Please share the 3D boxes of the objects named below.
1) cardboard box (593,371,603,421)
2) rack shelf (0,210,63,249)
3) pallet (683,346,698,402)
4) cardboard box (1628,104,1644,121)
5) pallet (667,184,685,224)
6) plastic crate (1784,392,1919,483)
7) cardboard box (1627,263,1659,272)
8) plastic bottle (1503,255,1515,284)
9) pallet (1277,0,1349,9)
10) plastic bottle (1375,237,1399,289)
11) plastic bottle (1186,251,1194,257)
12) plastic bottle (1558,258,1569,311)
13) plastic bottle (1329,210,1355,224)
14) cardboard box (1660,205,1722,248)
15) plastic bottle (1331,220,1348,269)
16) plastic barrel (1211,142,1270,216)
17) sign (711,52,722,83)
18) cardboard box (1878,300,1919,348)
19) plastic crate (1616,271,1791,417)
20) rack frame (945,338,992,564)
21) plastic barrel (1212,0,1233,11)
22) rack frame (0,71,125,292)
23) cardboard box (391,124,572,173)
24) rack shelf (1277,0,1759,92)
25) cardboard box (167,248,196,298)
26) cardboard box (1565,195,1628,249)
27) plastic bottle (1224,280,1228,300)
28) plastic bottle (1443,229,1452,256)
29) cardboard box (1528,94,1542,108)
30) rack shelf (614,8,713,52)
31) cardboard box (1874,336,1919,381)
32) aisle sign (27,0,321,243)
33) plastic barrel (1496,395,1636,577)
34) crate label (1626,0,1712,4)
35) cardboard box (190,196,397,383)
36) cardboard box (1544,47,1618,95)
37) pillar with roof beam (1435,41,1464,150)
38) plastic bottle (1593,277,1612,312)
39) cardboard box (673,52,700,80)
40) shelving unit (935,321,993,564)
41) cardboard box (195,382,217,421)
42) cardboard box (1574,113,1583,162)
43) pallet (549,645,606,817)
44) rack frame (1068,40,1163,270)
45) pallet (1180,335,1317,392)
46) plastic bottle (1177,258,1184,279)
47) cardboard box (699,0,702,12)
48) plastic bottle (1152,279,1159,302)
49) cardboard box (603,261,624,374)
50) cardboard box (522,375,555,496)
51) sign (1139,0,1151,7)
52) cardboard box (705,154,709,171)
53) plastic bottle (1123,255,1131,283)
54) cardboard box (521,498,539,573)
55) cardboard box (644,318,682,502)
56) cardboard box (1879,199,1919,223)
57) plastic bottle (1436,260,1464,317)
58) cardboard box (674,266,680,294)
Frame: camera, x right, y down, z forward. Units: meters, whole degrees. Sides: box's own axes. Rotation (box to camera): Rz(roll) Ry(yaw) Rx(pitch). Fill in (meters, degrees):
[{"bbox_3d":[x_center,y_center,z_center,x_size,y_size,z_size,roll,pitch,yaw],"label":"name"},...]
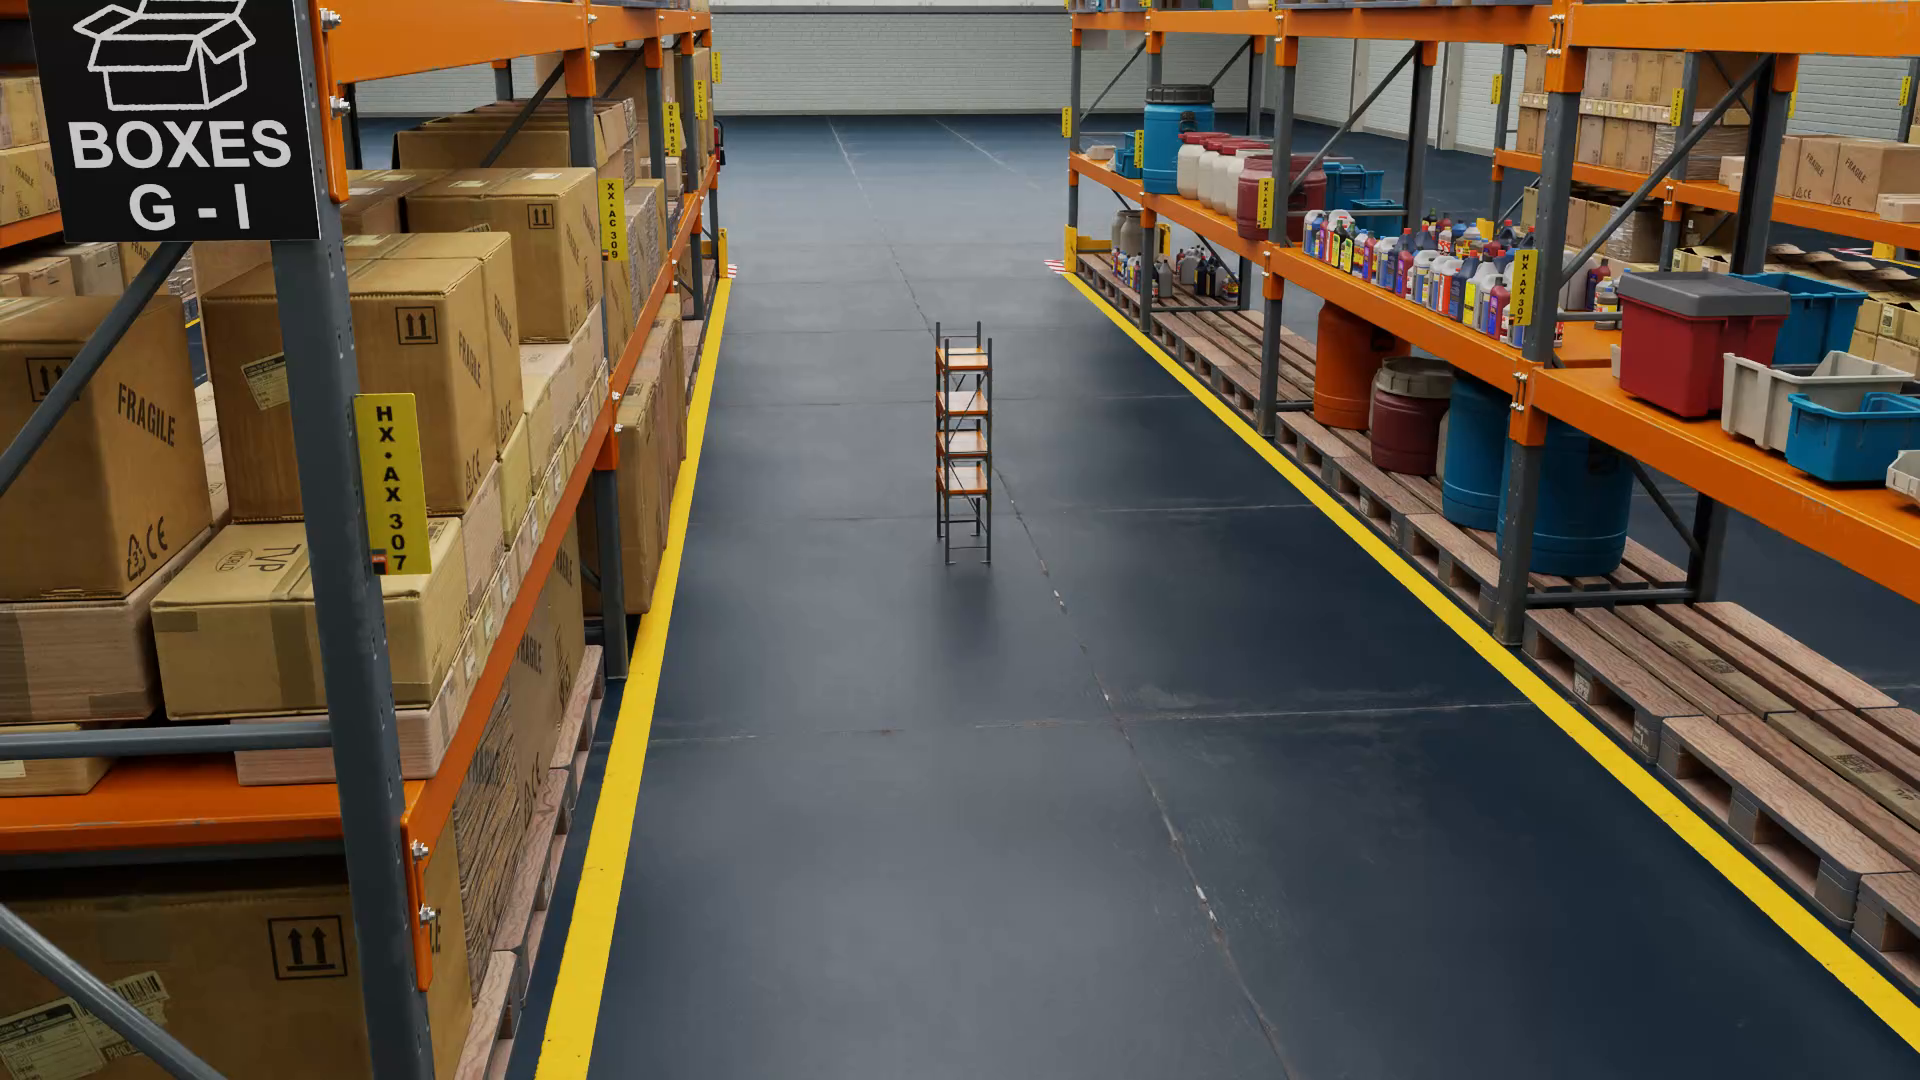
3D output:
[{"bbox_3d":[-1.566,-0.542,6.316,0.380,0.149,0.250,-1,17,-5],"label":"cardboard box"},{"bbox_3d":[-7.513,-2.141,12.190,1.077,0.370,4.000,-2,18,-6],"label":"rack shelf"},{"bbox_3d":[-2.565,-1.277,12.891,1.003,0.211,1.213,-2,18,-6],"label":"pallet"},{"bbox_3d":[6.756,-4.170,16.201,0.380,0.149,0.250,-2,18,-6],"label":"cardboard box"},{"bbox_3d":[-2.608,-2.509,12.480,1.003,0.211,1.213,-2,18,-6],"label":"pallet"},{"bbox_3d":[2.922,-0.334,5.412,0.416,0.233,0.300,-2,18,-6],"label":"plastic crate"},{"bbox_3d":[6.813,-2.528,16.112,0.500,0.250,0.500,-2,18,-6],"label":"cardboard box"},{"bbox_3d":[2.699,-1.218,8.130,0.144,0.351,0.185,-2,18,-6],"label":"plastic bottle"},{"bbox_3d":[2.545,-3.275,9.908,1.003,0.211,1.213,-2,18,-6],"label":"pallet"},{"bbox_3d":[2.430,-1.553,9.324,0.152,0.276,0.135,-2,18,-6],"label":"plastic bottle"},{"bbox_3d":[2.377,-2.808,16.925,0.152,0.276,0.135,-2,18,-7],"label":"plastic bottle"},{"bbox_3d":[3.061,-1.335,8.627,0.152,0.276,0.135,-2,18,-6],"label":"plastic bottle"},{"bbox_3d":[2.438,-1.971,10.655,0.152,0.276,0.135,-2,18,-6],"label":"plastic bottle"},{"bbox_3d":[7.283,-3.051,16.525,0.500,0.500,0.500,-2,18,-6],"label":"cardboard box"},{"bbox_3d":[2.303,-1.791,10.068,0.061,0.283,0.133,-2,18,-6],"label":"plastic bottle"},{"bbox_3d":[2.152,-2.782,12.803,0.433,0.535,0.433,0,17,0],"label":"plastic barrel"},{"bbox_3d":[-2.634,-5.109,17.984,0.100,0.325,0.005,-2,18,-6],"label":"sign"},{"bbox_3d":[7.192,-1.621,12.286,0.500,0.311,0.500,-1,17,-4],"label":"cardboard box"},{"bbox_3d":[2.819,-0.758,6.378,0.402,0.464,0.583,-2,18,-6],"label":"plastic crate"},{"bbox_3d":[0.042,-0.450,8.609,0.240,1.200,0.015,-2,18,-6],"label":"rack frame"},{"bbox_3d":[2.420,-4.882,13.874,0.600,0.901,0.708,-2,18,-6],"label":"plastic barrel"},{"bbox_3d":[-7.719,-3.080,13.981,1.000,3.000,0.127,-2,18,-6],"label":"rack frame"},{"bbox_3d":[-2.024,-1.536,7.221,0.797,0.503,0.637,-2,18,-7],"label":"cardboard box"},{"bbox_3d":[2.770,-2.657,8.825,1.077,0.370,4.000,-2,18,-6],"label":"rack shelf"},{"bbox_3d":[-7.811,-2.725,15.695,0.875,0.875,0.875,-2,18,-5],"label":"cardboard box"},{"bbox_3d":[6.652,-3.333,17.422,0.500,0.500,0.500,-2,18,-6],"label":"cardboard box"},{"bbox_3d":[2.544,-2.370,15.655,0.097,0.201,0.097,0,17,0],"label":"plastic bottle"},{"bbox_3d":[3.057,-1.830,10.329,0.097,0.201,0.097,0,17,0],"label":"plastic bottle"},{"bbox_3d":[6.522,-4.855,18.384,0.380,0.149,0.250,-2,18,-7],"label":"cardboard box"},{"bbox_3d":[-2.982,-4.887,15.929,1.077,0.370,4.000,-2,18,-6],"label":"rack shelf"},{"bbox_3d":[7.194,-1.354,12.372,0.500,0.250,0.500,-1,17,-4],"label":"cardboard box"},{"bbox_3d":[-1.232,-0.856,2.557,0.394,0.787,0.004,-2,18,-6],"label":"aisle sign"},{"bbox_3d":[2.937,-0.335,8.037,0.600,0.901,0.708,-2,18,-6],"label":"plastic barrel"},{"bbox_3d":[2.739,-2.123,6.366,0.293,0.136,0.466,-2,18,-6],"label":"crate label"},{"bbox_3d":[-2.054,-0.796,5.205,0.500,0.500,0.500,-2,18,-7],"label":"cardboard box"},{"bbox_3d":[6.767,-5.055,17.938,0.700,0.500,0.500,-2,18,-7],"label":"cardboard box"},{"bbox_3d":[6.387,-12.764,34.812,9.100,9.000,0.400,-2,18,-6],"label":"pillar with roof beam"},{"bbox_3d":[3.265,-1.230,8.419,0.097,0.201,0.097,0,17,0],"label":"plastic bottle"},{"bbox_3d":[-2.622,-4.161,15.090,0.500,0.500,0.500,-2,18,-6],"label":"cardboard box"},{"bbox_3d":[0.017,-0.523,8.840,0.258,1.200,0.503,-2,18,-6],"label":"shelving unit"},{"bbox_3d":[-2.014,-0.292,4.855,0.500,0.250,0.500,-2,18,-6],"label":"cardboard box"},{"bbox_3d":[6.806,-4.304,17.711,0.700,0.500,0.500,-2,18,-5],"label":"cardboard box"},{"bbox_3d":[-1.950,0.740,6.469,1.003,0.211,1.213,-2,18,-6],"label":"pallet"},{"bbox_3d":[1.739,-4.548,18.656,1.000,3.000,0.127,-2,18,-6],"label":"rack frame"},{"bbox_3d":[2.400,-1.429,13.376,1.003,0.211,1.213,-2,18,-6],"label":"pallet"},{"bbox_3d":[2.255,-2.763,16.906,0.097,0.201,0.097,0,17,0],"label":"plastic bottle"},{"bbox_3d":[-2.730,-5.168,15.872,0.500,0.250,0.500,-2,18,-7],"label":"cardboard box"},{"bbox_3d":[1.804,-2.330,15.527,0.097,0.201,0.097,0,17,0],"label":"plastic bottle"},{"bbox_3d":[-1.749,-1.012,7.227,0.500,0.500,0.500,-2,18,-5],"label":"cardboard box"},{"bbox_3d":[-1.486,-0.310,4.909,0.500,0.250,0.500,-2,18,-7],"label":"cardboard box"},{"bbox_3d":[1.603,-4.778,14.366,0.100,0.325,0.005,-2,18,-6],"label":"sign"},{"bbox_3d":[-2.694,-3.753,16.543,0.380,0.149,0.250,-2,18,-6],"label":"cardboard box"},{"bbox_3d":[1.682,-2.714,16.635,0.097,0.271,0.097,0,17,0],"label":"plastic bottle"},{"bbox_3d":[-1.381,-0.007,4.612,0.380,0.149,0.250,-2,18,-6],"label":"cardboard box"},{"bbox_3d":[-2.228,-0.726,9.328,1.225,0.875,0.875,-2,18,-5],"label":"cardboard box"},{"bbox_3d":[7.124,-2.456,12.412,0.380,0.149,0.250,-2,18,-6],"label":"cardboard box"},{"bbox_3d":[2.524,-1.280,8.454,0.152,0.276,0.135,-2,18,-6],"label":"plastic bottle"},{"bbox_3d":[-2.733,-2.037,14.096,0.700,0.500,0.500,-3,18,-10],"label":"cardboard box"}]
